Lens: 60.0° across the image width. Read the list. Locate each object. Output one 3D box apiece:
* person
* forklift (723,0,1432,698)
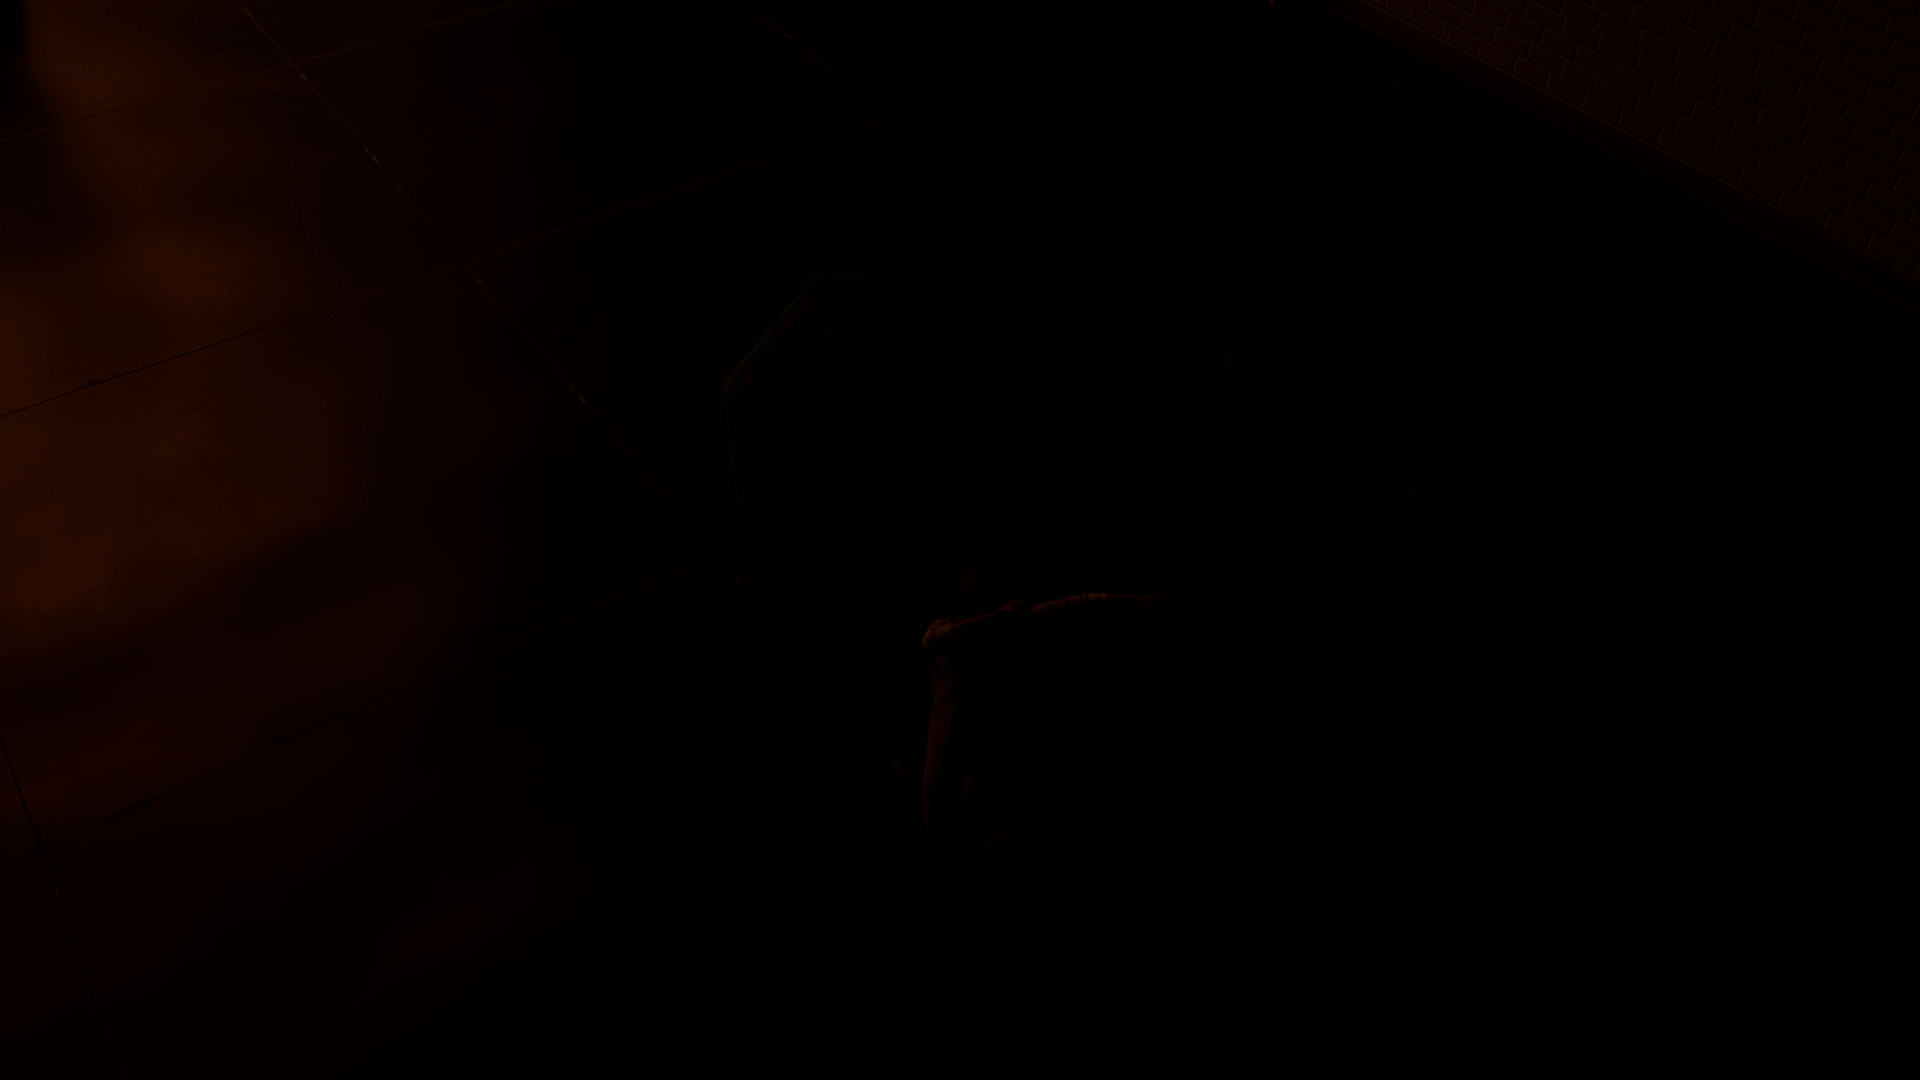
[{"bbox_3d":[0.327,0.754,6.091,0.945,1.344,0.764,-3,43,-3],"label":"person"},{"bbox_3d":[0.546,-0.867,6.656,3.031,2.935,1.130,16,45,16],"label":"forklift"}]
